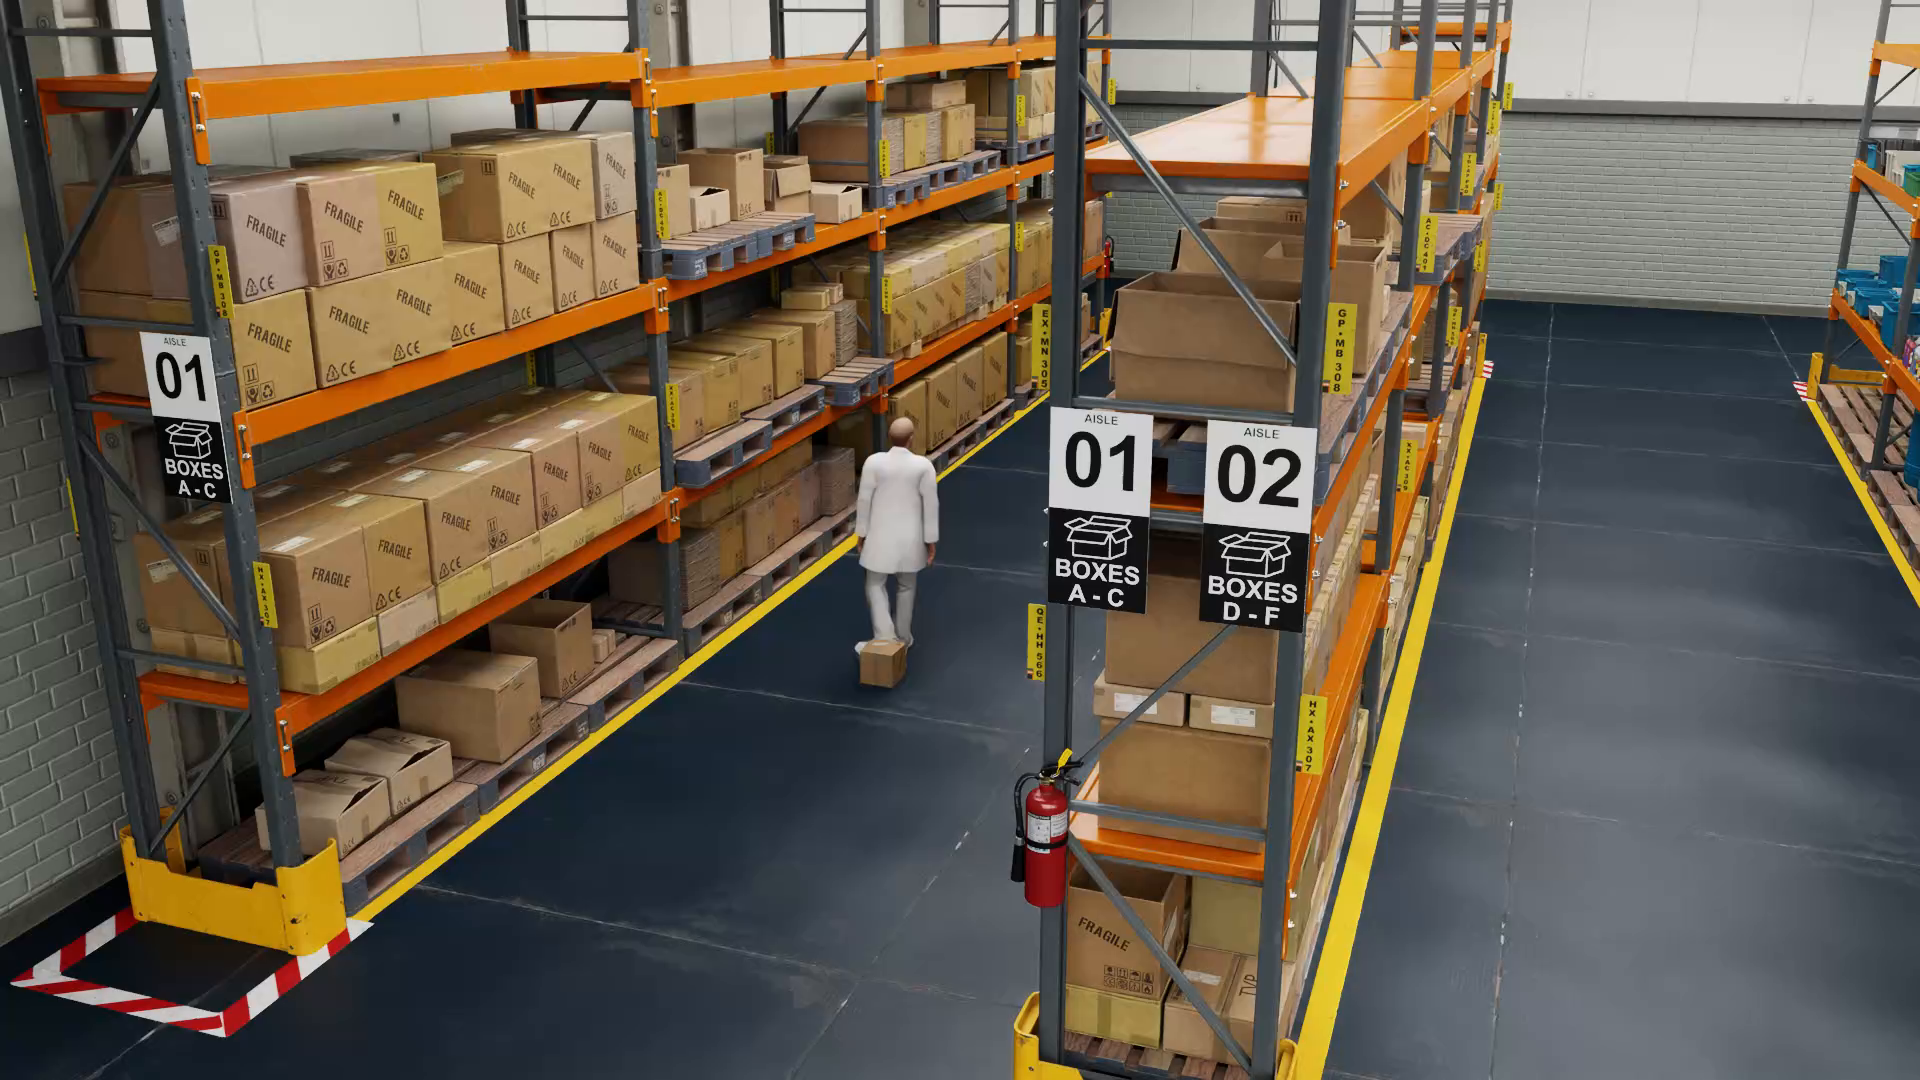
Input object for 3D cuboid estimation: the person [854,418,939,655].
[{"bbox_3d":[-0.462,0.012,12.039,0.625,1.771,0.622,-1,18,-4],"label":"person"}]
